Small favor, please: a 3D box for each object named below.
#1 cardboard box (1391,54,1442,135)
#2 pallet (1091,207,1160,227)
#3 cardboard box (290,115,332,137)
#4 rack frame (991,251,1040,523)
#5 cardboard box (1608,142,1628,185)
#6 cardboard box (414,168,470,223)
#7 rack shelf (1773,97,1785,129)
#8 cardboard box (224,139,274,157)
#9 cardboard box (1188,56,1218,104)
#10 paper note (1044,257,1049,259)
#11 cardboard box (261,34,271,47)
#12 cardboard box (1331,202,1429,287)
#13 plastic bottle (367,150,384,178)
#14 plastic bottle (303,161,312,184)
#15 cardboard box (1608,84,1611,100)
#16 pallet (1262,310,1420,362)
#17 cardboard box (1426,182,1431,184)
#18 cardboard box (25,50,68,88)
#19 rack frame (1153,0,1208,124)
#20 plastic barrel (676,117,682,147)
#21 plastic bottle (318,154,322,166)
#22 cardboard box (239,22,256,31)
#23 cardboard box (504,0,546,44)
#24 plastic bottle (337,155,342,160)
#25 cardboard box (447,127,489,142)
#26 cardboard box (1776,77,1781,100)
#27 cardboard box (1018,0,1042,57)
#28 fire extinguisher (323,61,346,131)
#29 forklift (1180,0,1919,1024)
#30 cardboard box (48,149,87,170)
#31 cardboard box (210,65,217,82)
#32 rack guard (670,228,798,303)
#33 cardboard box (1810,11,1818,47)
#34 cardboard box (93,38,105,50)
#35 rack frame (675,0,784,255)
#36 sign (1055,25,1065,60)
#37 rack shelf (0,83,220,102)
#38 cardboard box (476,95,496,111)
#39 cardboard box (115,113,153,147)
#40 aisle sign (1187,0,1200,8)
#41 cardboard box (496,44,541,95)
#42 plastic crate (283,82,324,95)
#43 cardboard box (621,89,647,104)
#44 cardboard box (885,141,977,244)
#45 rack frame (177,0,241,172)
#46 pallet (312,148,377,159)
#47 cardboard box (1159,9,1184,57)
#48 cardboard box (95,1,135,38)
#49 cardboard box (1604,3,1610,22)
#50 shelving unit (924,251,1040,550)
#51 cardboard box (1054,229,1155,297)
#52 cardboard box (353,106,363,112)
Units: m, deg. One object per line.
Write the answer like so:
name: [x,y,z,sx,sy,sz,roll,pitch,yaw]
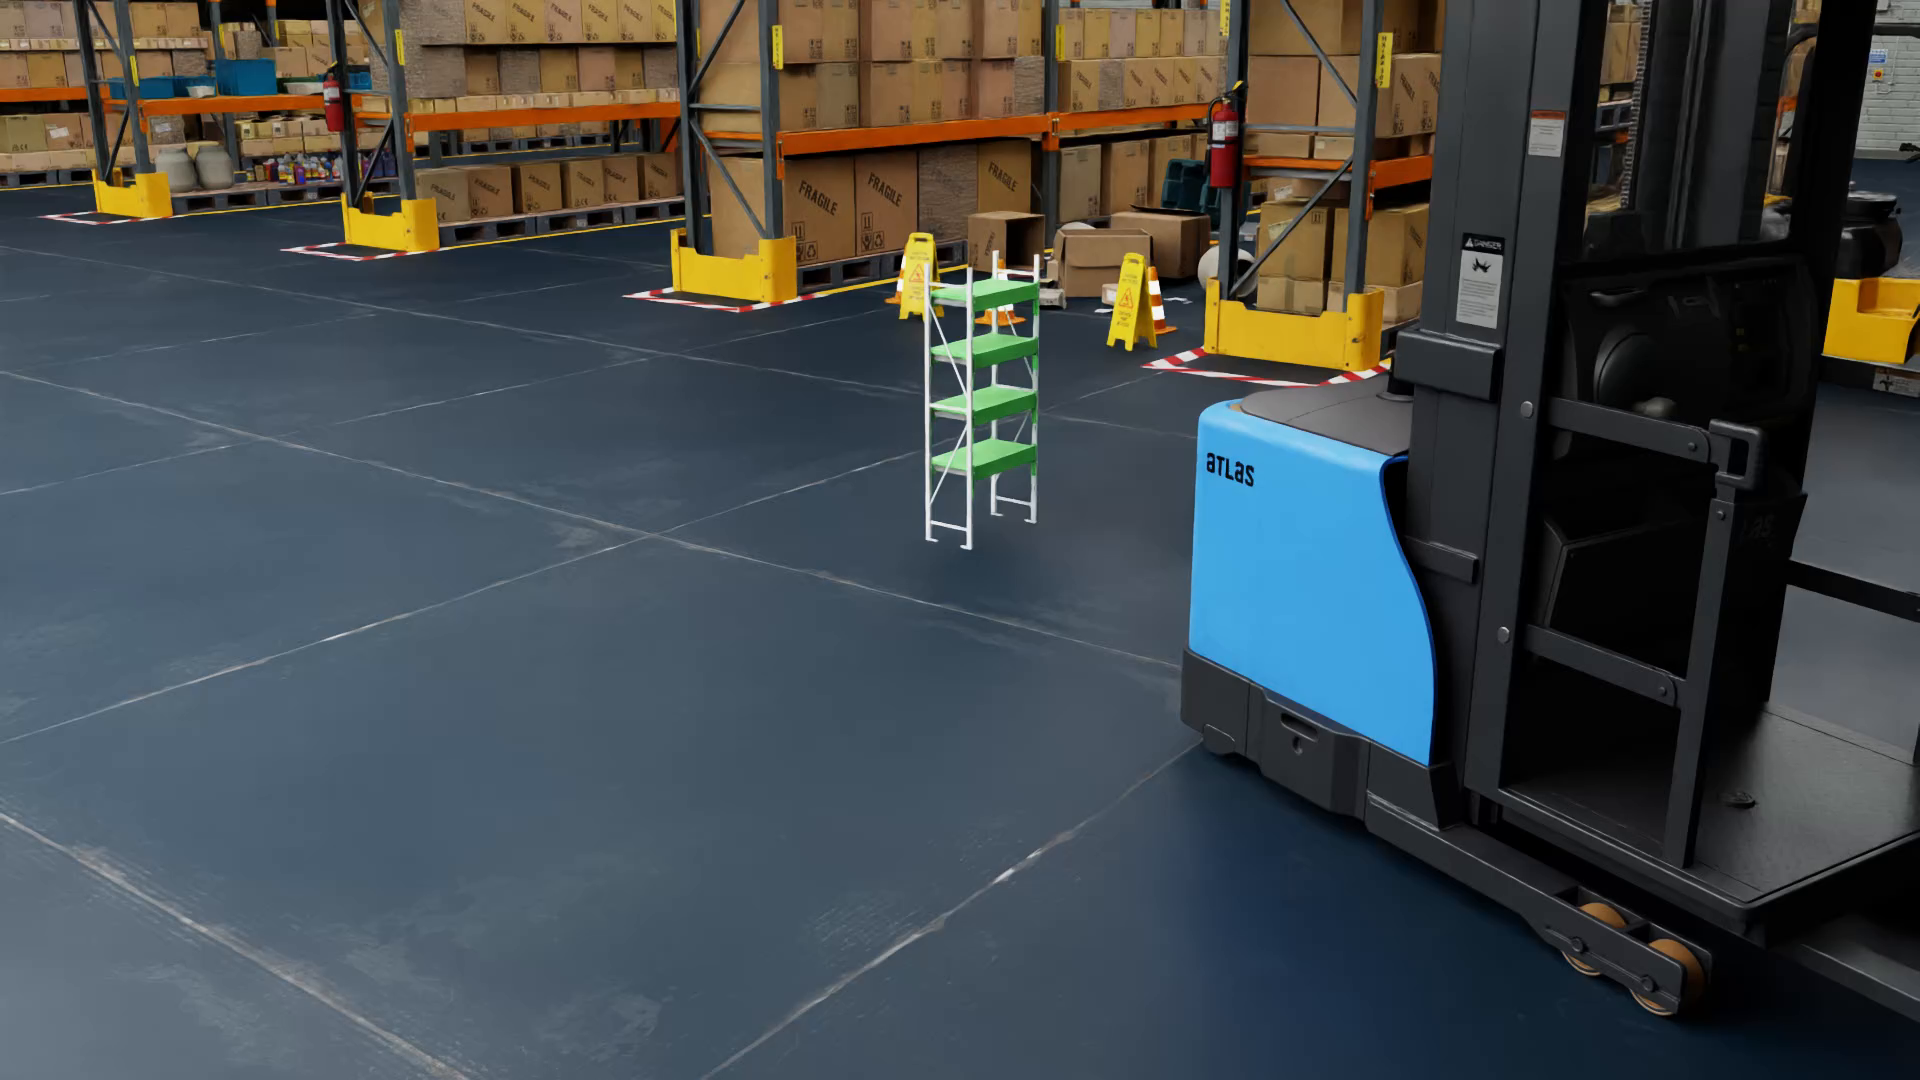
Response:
cardboard box: [2.983,-3.016,11.228,0.500,0.500,0.500,13,22,36]
pallet: [1.645,-3.599,18.478,1.003,0.211,1.213,12,21,35]
cardboard box: [-10.301,-6.545,26.246,0.500,0.311,0.500,12,21,33]
rack frame: [0.244,-0.671,7.380,0.240,1.200,0.015,12,21,35]
cardboard box: [7.417,-3.880,17.554,0.875,0.875,0.875,12,21,34]
cardboard box: [-5.402,-3.542,17.100,0.500,0.500,0.500,-15,23,-40]
rack shelf: [8.130,-4.677,18.459,1.077,0.370,4.000,12,21,35]
cardboard box: [-10.918,-6.034,25.543,0.500,0.250,0.500,12,21,33]
cardboard box: [2.552,-5.169,18.663,0.500,0.500,0.500,12,21,35]
paper note: [0.846,-2.704,15.899,0.147,0.020,0.142,-1,17,-3]
cardboard box: [-12.885,-9.279,31.364,0.500,0.500,0.500,13,21,35]
cardboard box: [2.888,-2.033,11.397,0.500,0.500,0.500,12,21,33]
plastic bottle: [-7.648,-4.913,21.730,0.144,0.351,0.185,11,20,32]
plastic bottle: [-8.230,-4.630,20.956,0.097,0.271,0.097,0,17,0]
cardboard box: [5.401,-3.887,14.417,0.380,0.149,0.250,14,22,38]
pallet: [2.729,-1.512,11.757,1.003,0.211,1.213,12,21,35]
cardboard box: [3.677,-2.614,13.269,0.500,0.500,0.500,13,22,37]
cardboard box: [-12.843,-6.541,23.081,0.700,0.500,0.500,13,21,35]
rack frame: [3.746,-8.201,28.593,1.000,3.000,0.127,12,21,35]
plastic barrel: [-4.456,-6.453,26.451,0.421,0.512,0.421,0,17,0]
plastic bottle: [-8.440,-4.935,21.915,0.061,0.283,0.133,14,22,37]
cardboard box: [-13.136,-9.401,30.455,0.380,0.149,0.250,9,20,28]
cardboard box: [-4.640,-5.377,17.145,0.500,0.500,0.500,12,21,35]
plastic bottle: [-8.185,-4.950,21.984,0.097,0.271,0.097,0,17,0]
cardboard box: [-8.473,-7.121,28.589,0.500,0.500,0.500,14,22,37]
cardboard box: [9.257,-5.274,19.421,0.500,0.250,0.500,12,21,33]
cardboard box: [0.272,-4.947,16.044,0.875,0.550,0.550,12,21,35]
fire extinguisher: [-6.225,-4.407,16.508,0.296,0.674,0.183,12,21,35]
forklift: [1.884,-0.479,3.845,1.130,2.935,3.031,-10,20,-30]
cardboard box: [-12.649,-5.356,23.361,0.500,0.250,0.500,12,21,35]
cardboard box: [-11.099,-7.147,25.454,0.500,0.250,0.500,14,22,38]
rack guard: [-1.878,-2.290,13.774,1.175,0.500,0.348,12,21,35]
cardboard box: [10.420,-6.332,20.721,0.500,0.500,0.500,13,21,36]
cardboard box: [-12.261,-6.983,23.410,0.380,0.149,0.250,13,22,36]
rack frame: [-1.864,-3.489,13.422,1.000,3.000,0.127,12,21,35]
sign: [0.966,-4.795,16.035,0.100,0.325,0.005,12,21,35]
rack shelf: [-12.549,-6.274,23.602,1.077,0.370,4.000,12,21,35]
cardboard box: [-4.968,-4.472,17.009,0.380,0.149,0.250,12,21,35]
cardboard box: [-12.060,-5.954,24.021,0.500,0.500,0.500,12,21,35]
aisle sign: [4.030,-9.406,28.092,0.394,0.787,0.004,12,21,35]
cardboard box: [-4.903,-4.957,17.480,0.875,0.500,0.500,12,21,35]
plastic crate: [-8.146,-5.660,20.858,0.530,0.136,0.437,12,21,35]
cardboard box: [-3.709,-4.933,18.496,0.380,0.149,0.250,12,21,35]
cardboard box: [-0.446,-3.275,15.606,0.875,0.875,0.875,13,21,35]
rack frame: [-11.357,-7.094,25.029,1.000,3.000,0.127,12,21,35]
pallet: [-10.223,-6.236,26.970,1.003,0.211,1.213,12,21,35]
cardboard box: [2.023,-5.571,18.272,0.700,0.500,0.500,12,21,34]
cardboard box: [-12.216,-7.415,23.706,0.700,0.500,0.500,12,21,35]
cardboard box: [5.119,-4.341,13.693,0.380,0.149,0.250,12,21,34]
shelving unit: [0.099,-0.612,7.193,0.258,1.200,0.503,12,21,35]
cardboard box: [1.185,-2.312,13.841,0.797,0.503,0.637,-1,17,-3]
cardboard box: [-11.884,-8.454,32.327,0.750,0.750,0.750,12,21,34]
